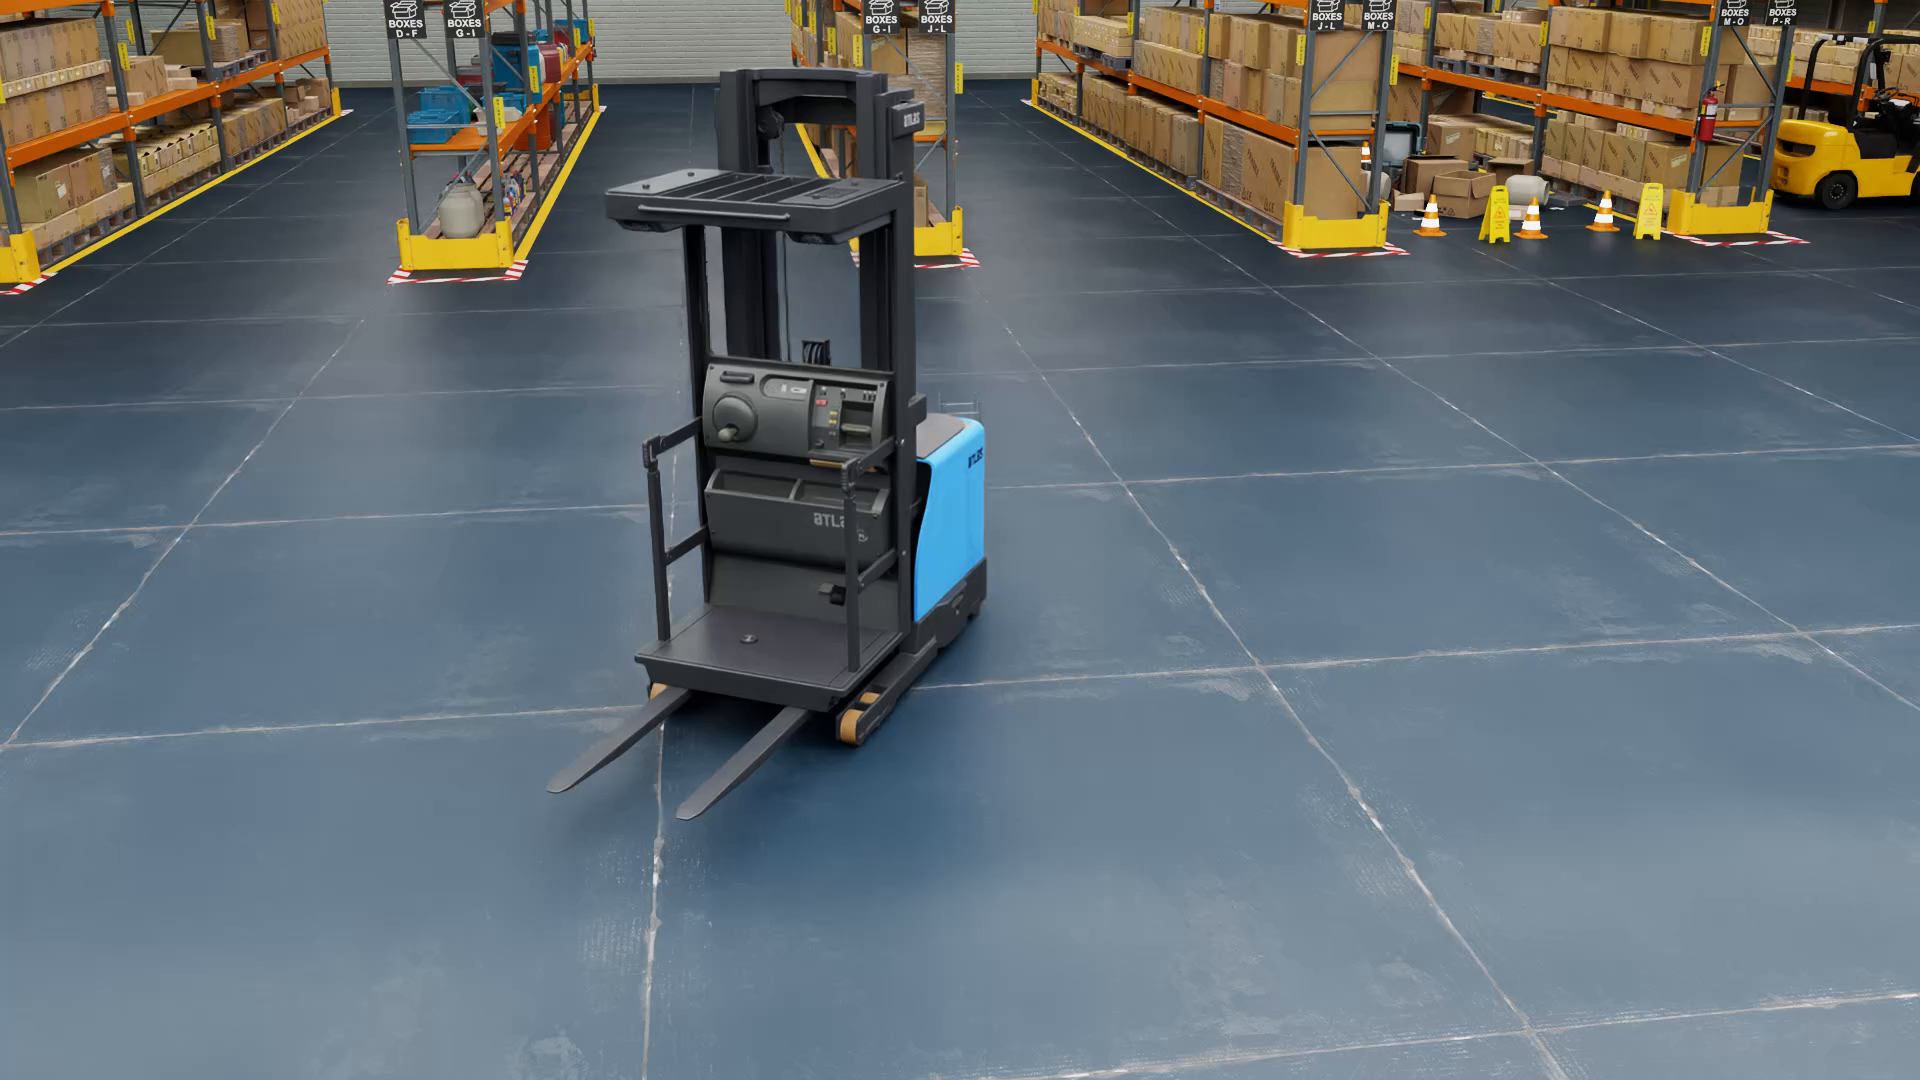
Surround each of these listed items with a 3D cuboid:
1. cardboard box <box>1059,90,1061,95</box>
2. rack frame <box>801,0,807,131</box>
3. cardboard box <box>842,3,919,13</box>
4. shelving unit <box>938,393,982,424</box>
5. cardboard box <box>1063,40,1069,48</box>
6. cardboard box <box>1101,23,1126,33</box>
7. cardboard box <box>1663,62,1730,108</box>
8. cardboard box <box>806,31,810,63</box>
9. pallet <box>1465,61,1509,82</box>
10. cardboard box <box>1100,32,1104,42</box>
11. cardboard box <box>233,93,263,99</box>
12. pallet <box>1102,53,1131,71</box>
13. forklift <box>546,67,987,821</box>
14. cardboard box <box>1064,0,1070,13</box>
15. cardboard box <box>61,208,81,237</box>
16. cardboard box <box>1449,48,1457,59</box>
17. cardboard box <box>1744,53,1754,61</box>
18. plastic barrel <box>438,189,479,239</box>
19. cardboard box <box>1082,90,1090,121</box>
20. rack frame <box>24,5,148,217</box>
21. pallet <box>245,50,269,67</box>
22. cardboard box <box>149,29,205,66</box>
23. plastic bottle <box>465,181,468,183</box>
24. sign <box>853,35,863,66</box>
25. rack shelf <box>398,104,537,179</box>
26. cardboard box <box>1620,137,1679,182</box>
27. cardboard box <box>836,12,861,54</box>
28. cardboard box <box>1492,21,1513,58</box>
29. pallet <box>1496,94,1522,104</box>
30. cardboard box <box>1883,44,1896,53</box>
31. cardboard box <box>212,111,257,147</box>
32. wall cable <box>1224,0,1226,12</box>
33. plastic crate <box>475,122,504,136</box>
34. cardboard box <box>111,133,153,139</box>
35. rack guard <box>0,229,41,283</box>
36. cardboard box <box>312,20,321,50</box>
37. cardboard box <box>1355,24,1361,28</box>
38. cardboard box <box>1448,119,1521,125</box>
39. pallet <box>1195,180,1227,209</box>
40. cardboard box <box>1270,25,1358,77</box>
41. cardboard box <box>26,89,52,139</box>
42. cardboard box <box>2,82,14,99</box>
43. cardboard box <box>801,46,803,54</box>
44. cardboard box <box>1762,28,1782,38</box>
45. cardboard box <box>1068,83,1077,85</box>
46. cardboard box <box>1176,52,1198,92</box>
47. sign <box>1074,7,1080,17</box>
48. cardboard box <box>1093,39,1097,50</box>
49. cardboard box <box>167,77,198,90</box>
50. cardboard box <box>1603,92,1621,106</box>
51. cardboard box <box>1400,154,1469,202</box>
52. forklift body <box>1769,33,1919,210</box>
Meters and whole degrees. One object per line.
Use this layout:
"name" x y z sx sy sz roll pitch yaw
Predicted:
"cardboard box" 2.129 -8.758 32.427 0.380 0.149 0.250 -2 21 -5
"rack frame" -2.287 -8.803 29.498 1.000 3.000 0.127 -3 21 -8
"cardboard box" -1.110 -6.793 22.659 1.000 1.000 1.000 -3 21 -7
"shelving unit" -0.001 -0.424 10.066 0.258 0.900 0.210 -3 21 -8
"cardboard box" 2.157 -9.350 31.321 0.380 0.149 0.250 -4 21 -10
"cardboard box" 2.545 -8.491 27.572 0.380 0.149 0.250 -3 21 -8
"cardboard box" 8.899 -5.508 20.109 0.500 0.500 0.500 -3 21 -9
"cardboard box" -2.323 -8.331 28.091 0.500 0.500 0.500 -3 21 -9
"pallet" 8.422 -7.145 25.333 1.003 0.211 1.213 -3 21 -8
"cardboard box" 2.541 -8.356 27.635 0.380 0.149 0.250 -3 21 -8
"cardboard box" -12.453 -7.523 29.014 0.500 0.500 0.500 -3 21 -8
"pallet" 3.004 -7.785 27.046 1.213 0.211 1.003 -3 21 -8
"forklift" -0.853 -0.589 7.604 1.130 2.935 3.031 8 22 19
"cardboard box" 2.221 -10.001 30.708 0.500 0.500 0.500 -4 21 -9
"cardboard box" -10.365 -3.601 18.901 0.500 0.250 0.500 -3 21 -8
"cardboard box" 7.960 -7.678 26.246 0.380 0.149 0.250 -4 21 -11
"cardboard box" 12.897 -7.759 26.917 0.500 0.250 0.500 -3 21 -9
"plastic barrel" -5.629 -3.654 18.667 0.421 0.512 0.421 0 20 0
"cardboard box" 2.480 -7.775 29.717 0.500 0.500 0.500 -2 21 -6
"rack frame" -10.937 -5.535 20.748 1.000 3.000 0.127 -3 21 -8
"pallet" -12.083 -7.933 27.442 1.003 0.211 1.213 -3 21 -8
"cardboard box" -11.716 -7.376 24.934 0.700 0.500 0.500 -10 23 -26
"plastic bottle" -6.189 -4.367 20.891 0.097 0.271 0.097 0 20 0
"sign" -1.109 -5.318 18.060 0.100 0.325 0.005 -3 21 -8
"rack shelf" -5.747 -4.754 19.685 1.077 0.370 4.000 -3 21 -8
"cardboard box" 8.797 -4.853 21.180 0.500 0.500 0.500 -2 21 -6
"cardboard box" -1.320 -6.519 21.386 0.500 0.500 0.500 -3 21 -8
"cardboard box" 8.238 -7.415 24.613 0.500 0.500 0.500 -2 21 -6
"pallet" 11.981 -9.331 34.897 1.003 0.211 1.213 -3 21 -8
"cardboard box" 13.370 -7.012 23.632 0.380 0.149 0.250 -3 21 -9
"cardboard box" -11.445 -6.482 26.227 0.500 0.500 0.500 -3 21 -8
"wall cable" 6.107 -13.129 39.585 0.585 1.953 0.123 -3 21 -8
"plastic crate" -5.269 -4.601 18.625 0.298 0.136 0.250 -3 21 -8
"cardboard box" -11.573 -5.537 23.281 0.500 0.311 0.500 -3 21 -9
"rack guard" -10.357 -2.971 17.455 1.175 0.500 0.348 -3 21 -8
"cardboard box" -12.255 -9.416 30.996 0.500 0.500 0.500 -3 21 -7
"cardboard box" 7.407 -9.121 29.850 0.500 0.250 0.500 -3 21 -7
"cardboard box" 8.282 -6.432 26.307 0.950 0.372 0.625 -3 21 -9
"pallet" 3.821 -4.675 22.431 1.003 0.211 1.213 -3 21 -8
"cardboard box" 4.180 -5.756 19.582 0.875 0.550 0.550 -3 21 -8
"cardboard box" -10.561 -4.713 18.404 0.700 0.500 0.500 -3 21 -7
"cardboard box" -10.245 -4.739 17.546 0.380 0.149 0.250 -3 21 -9
"cardboard box" -2.655 -8.774 29.781 0.380 0.149 0.250 -3 21 -7
"cardboard box" 12.980 -8.040 26.384 0.380 0.149 0.250 -3 21 -7
"cardboard box" 2.248 -8.534 31.403 0.380 0.149 0.250 -2 21 -6
"cardboard box" 3.376 -6.637 23.557 0.500 0.500 0.500 -3 21 -8
"sign" 2.100 -9.394 29.843 0.100 0.325 0.005 -3 21 -8
"cardboard box" 2.464 -8.398 28.174 0.380 0.149 0.250 -4 21 -10
"cardboard box" -11.111 -6.505 23.704 0.380 0.149 0.250 -3 21 -8
"cardboard box" 8.640 -5.761 21.712 0.380 0.149 0.250 -3 21 -8
"cardboard box" 6.348 -4.846 22.278 0.797 0.637 0.503 -3 21 -8
"forklift body" 12.082 -5.567 22.046 2.313 2.155 1.214 -3 21 -8
